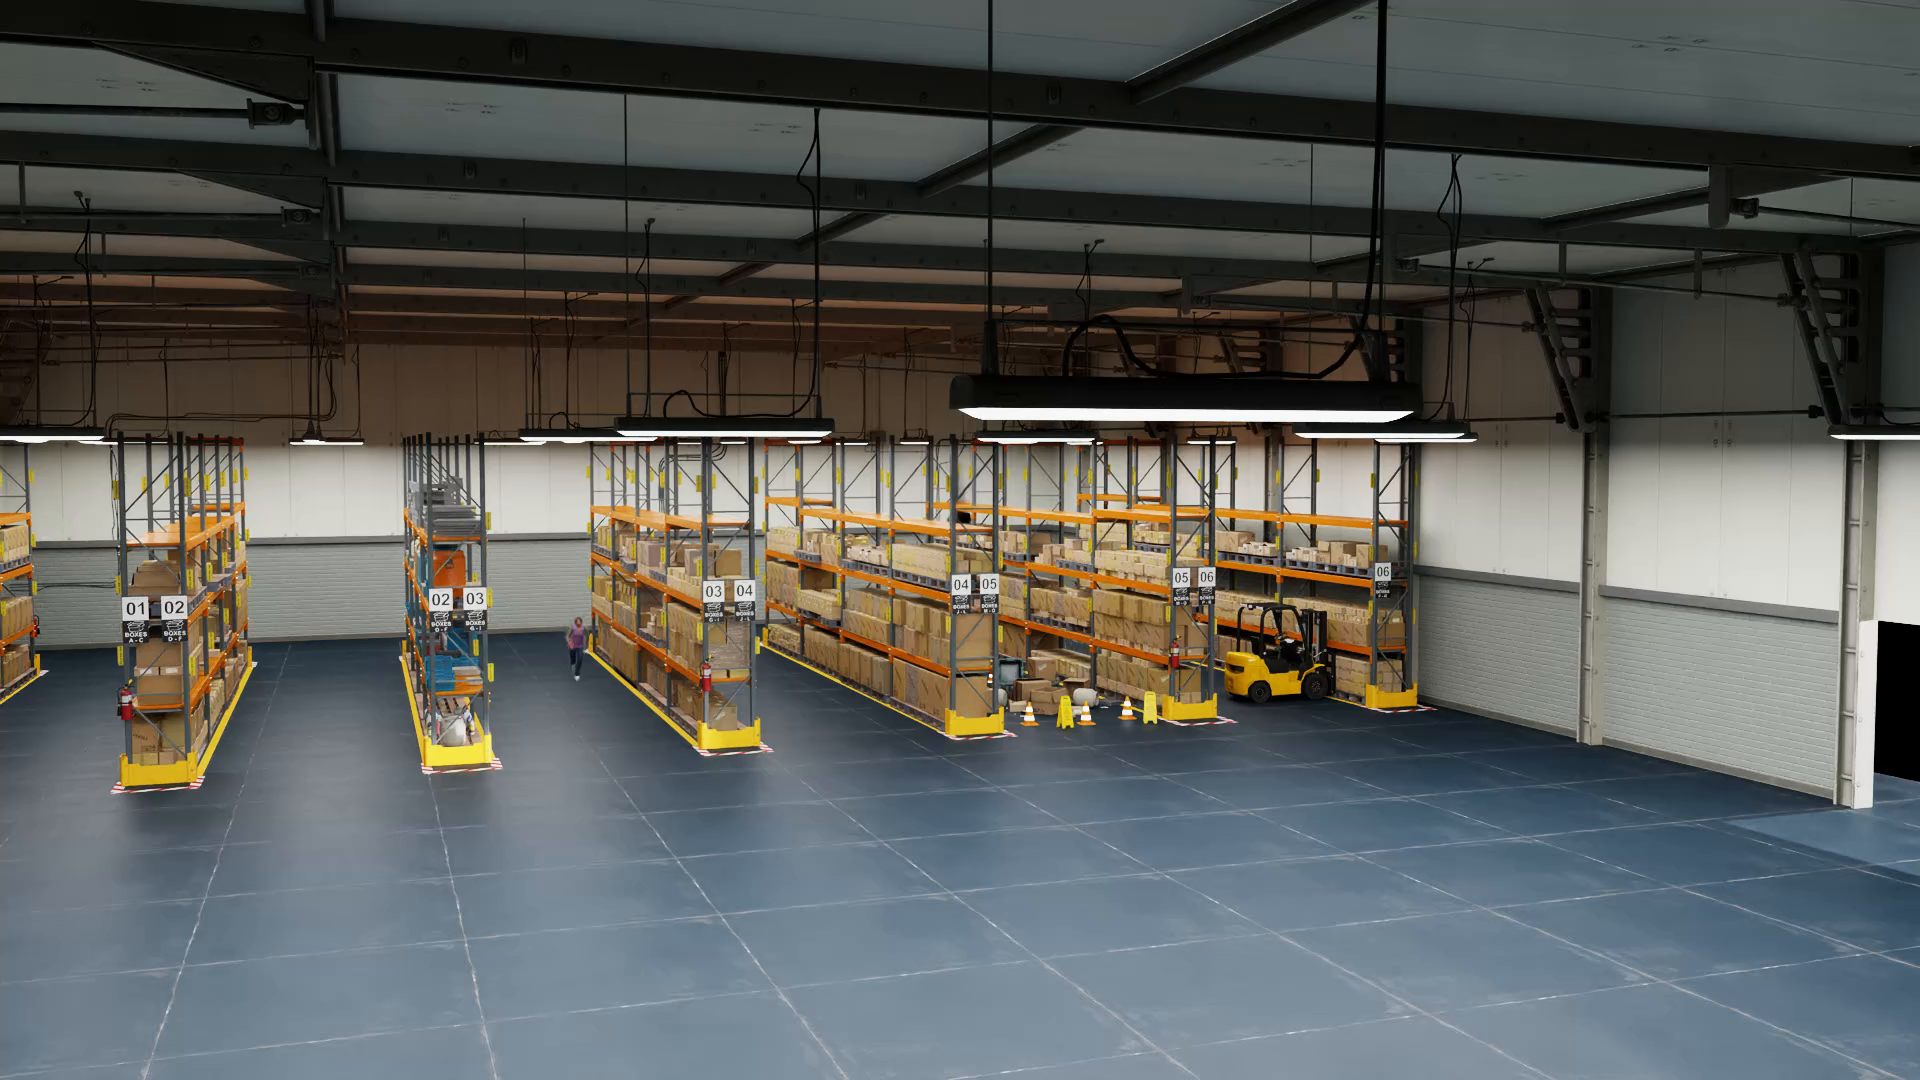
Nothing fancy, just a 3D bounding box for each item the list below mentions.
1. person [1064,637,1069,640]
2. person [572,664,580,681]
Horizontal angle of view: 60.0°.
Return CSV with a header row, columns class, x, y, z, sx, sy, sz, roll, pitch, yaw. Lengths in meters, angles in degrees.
class,x,y,z,sx,sy,sz,roll,pitch,yaw
person,2.873,2.259,47.082,0.442,1.528,0.676,-2,4,-34
person,-9.544,3.230,41.256,0.139,0.478,0.856,-1,3,-21
